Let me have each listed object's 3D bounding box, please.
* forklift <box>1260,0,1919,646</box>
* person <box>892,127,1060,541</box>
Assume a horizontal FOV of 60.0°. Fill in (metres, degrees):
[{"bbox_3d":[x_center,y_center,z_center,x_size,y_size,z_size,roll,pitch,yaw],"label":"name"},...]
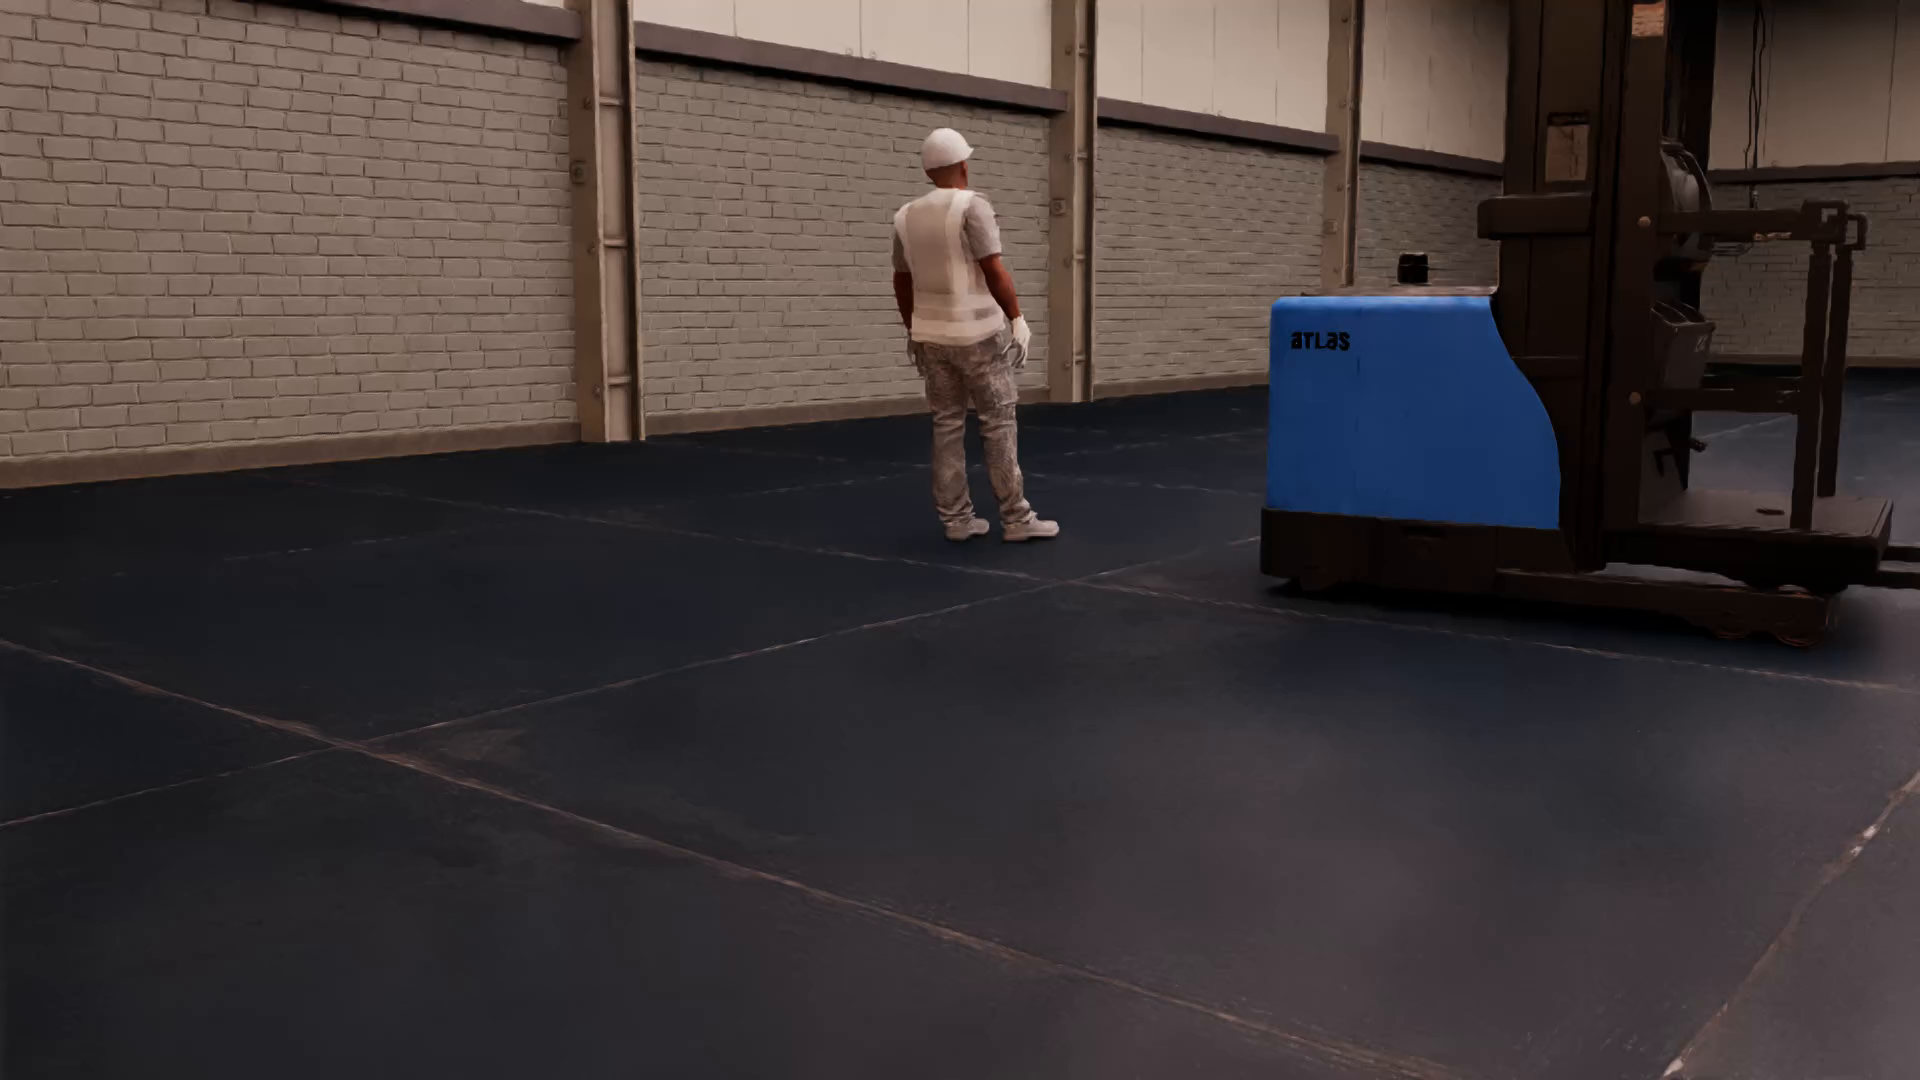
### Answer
[{"bbox_3d":[2.630,-1.208,5.538,3.031,2.935,1.130,5,10,31],"label":"forklift"},{"bbox_3d":[0.052,-0.896,7.325,0.655,1.782,0.576,7,11,38],"label":"person"}]
